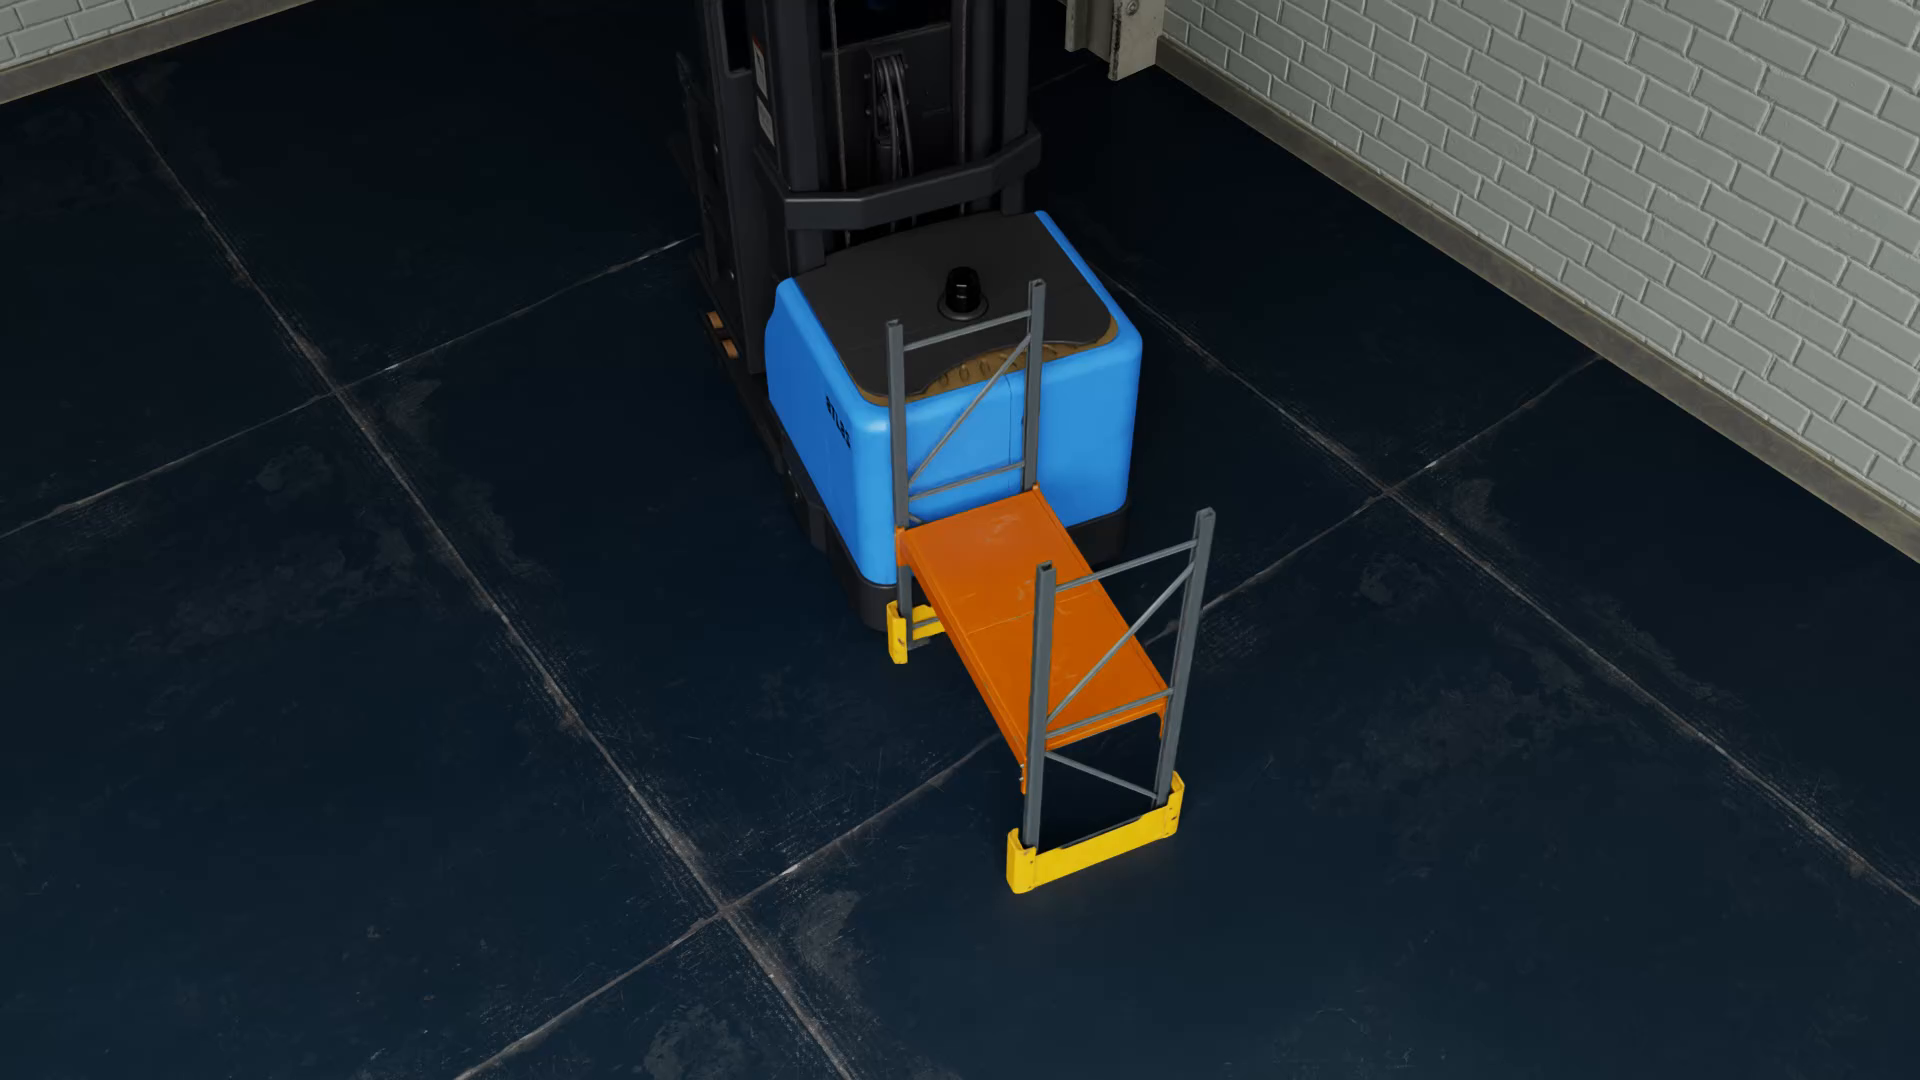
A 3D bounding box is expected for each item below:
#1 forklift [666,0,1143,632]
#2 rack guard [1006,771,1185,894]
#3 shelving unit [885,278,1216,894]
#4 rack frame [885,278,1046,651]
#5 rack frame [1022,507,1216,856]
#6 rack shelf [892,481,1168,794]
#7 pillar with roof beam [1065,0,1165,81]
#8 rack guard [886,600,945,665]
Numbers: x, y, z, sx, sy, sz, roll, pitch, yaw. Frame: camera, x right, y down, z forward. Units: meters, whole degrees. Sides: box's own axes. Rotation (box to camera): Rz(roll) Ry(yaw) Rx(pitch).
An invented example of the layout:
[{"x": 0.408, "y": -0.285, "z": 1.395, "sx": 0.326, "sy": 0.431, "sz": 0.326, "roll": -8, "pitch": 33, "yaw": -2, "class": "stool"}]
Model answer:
[{"x": -0.437, "y": -1.770, "z": 5.877, "sx": 1.130, "sy": 2.935, "sz": 3.031, "roll": -18, "pitch": 50, "yaw": -16, "class": "forklift"}, {"x": 0.426, "y": 0.921, "z": 5.246, "sx": 0.587, "sy": 0.250, "sz": 0.087, "roll": -18, "pitch": 50, "yaw": -16, "class": "rack guard"}, {"x": 0.226, "y": 0.163, "z": 5.090, "sx": 0.587, "sy": 1.500, "sz": 1.083, "roll": -18, "pitch": 50, "yaw": -16, "class": "shelving unit"}, {"x": 0.019, "y": -0.188, "z": 5.408, "sx": 0.500, "sy": 1.500, "sz": 0.032, "roll": -18, "pitch": 50, "yaw": -16, "class": "rack frame"}, {"x": 0.426, "y": 0.502, "z": 4.782, "sx": 0.500, "sy": 1.500, "sz": 0.032, "roll": -18, "pitch": 50, "yaw": -16, "class": "rack frame"}, {"x": 0.223, "y": 0.278, "z": 5.229, "sx": 0.538, "sy": 0.185, "sz": 1.000, "roll": -18, "pitch": 50, "yaw": -16, "class": "rack shelf"}, {"x": -2.651, "y": -3.574, "z": 3.416, "sx": 9.100, "sy": 9.000, "sz": 0.400, "roll": -29, "pitch": 54, "yaw": -24, "class": "pillar with roof beam"}, {"x": 0.027, "y": 0.245, "z": 5.859, "sx": 0.587, "sy": 0.250, "sz": 0.087, "roll": -18, "pitch": 50, "yaw": -16, "class": "rack guard"}]
